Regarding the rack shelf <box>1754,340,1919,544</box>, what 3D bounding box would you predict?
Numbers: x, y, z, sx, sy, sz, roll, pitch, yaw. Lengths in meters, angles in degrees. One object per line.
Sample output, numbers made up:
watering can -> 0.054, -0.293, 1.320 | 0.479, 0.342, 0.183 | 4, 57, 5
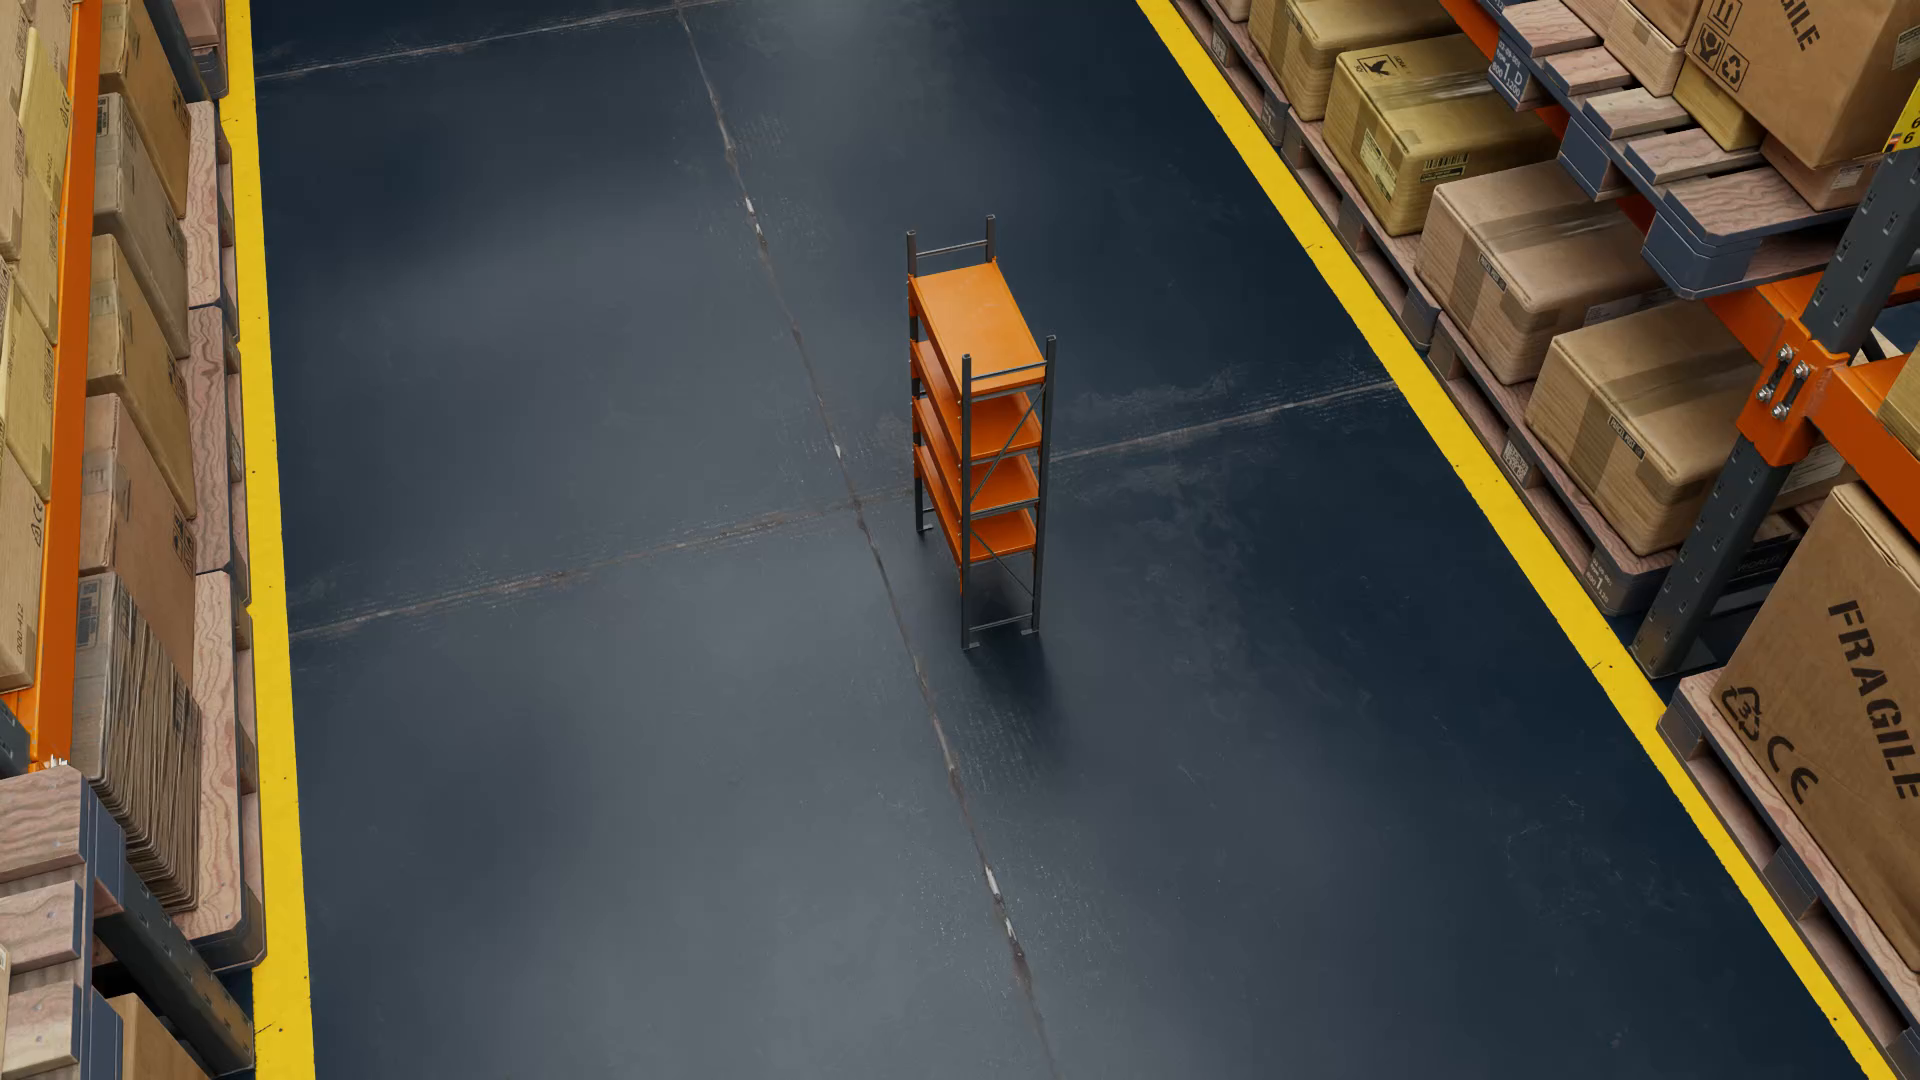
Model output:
rack shelf -> 3.083, 0.986, 2.927 | 1.077, 0.370, 4.000 | -13, 51, -11

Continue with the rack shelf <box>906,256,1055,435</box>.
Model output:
rack shelf -> 0.049, -0.519, 4.389 | 0.258, 0.148, 0.480 | -13, 51, -11

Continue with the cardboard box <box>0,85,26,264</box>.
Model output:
cardboard box -> -2.432, -0.826, 3.756 | 0.500, 0.250, 0.500 | -14, 51, -12

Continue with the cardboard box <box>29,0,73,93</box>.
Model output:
cardboard box -> -2.762, -1.410, 4.575 | 0.500, 0.250, 0.500 | -13, 51, -11

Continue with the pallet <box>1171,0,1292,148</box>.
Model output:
pallet -> 1.540, -2.161, 6.934 | 1.003, 0.211, 1.213 | -13, 51, -11

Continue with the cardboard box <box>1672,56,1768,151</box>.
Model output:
cardboard box -> 2.021, -1.127, 4.128 | 0.380, 0.149, 0.250 | -13, 51, -10

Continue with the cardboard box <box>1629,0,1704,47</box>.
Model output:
cardboard box -> 1.928, -1.614, 4.114 | 0.500, 0.500, 0.500 | -14, 51, -12

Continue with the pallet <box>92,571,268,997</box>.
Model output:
pallet -> -2.455, 0.707, 4.516 | 1.003, 0.211, 1.213 | -13, 51, -11

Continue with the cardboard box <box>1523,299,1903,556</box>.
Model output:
cardboard box -> 2.334, -0.410, 5.078 | 0.950, 0.372, 0.625 | -16, 52, -13

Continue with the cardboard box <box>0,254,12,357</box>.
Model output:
cardboard box -> -2.294, -0.440, 3.430 | 0.500, 0.250, 0.500 | -12, 51, -10

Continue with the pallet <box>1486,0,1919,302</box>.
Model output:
pallet -> 2.179, -1.141, 4.376 | 1.213, 0.211, 1.003 | -13, 51, -11

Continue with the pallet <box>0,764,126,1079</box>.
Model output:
pallet -> -1.982, 0.959, 2.605 | 1.213, 0.211, 1.003 | -13, 51, -11

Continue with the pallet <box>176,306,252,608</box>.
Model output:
pallet -> -2.812, -0.182, 5.266 | 1.003, 0.211, 1.213 | -13, 51, -11

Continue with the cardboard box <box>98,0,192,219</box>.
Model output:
cardboard box -> -3.267, -1.494, 5.826 | 0.875, 0.625, 0.625 | -11, 51, -9

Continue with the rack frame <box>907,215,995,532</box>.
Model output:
rack frame -> -0.023, -0.444, 4.840 | 0.240, 1.200, 0.015 | -13, 51, -11

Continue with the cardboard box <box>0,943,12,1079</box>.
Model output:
cardboard box -> -1.688, 0.757, 2.539 | 0.380, 0.149, 0.250 | -12, 51, -10

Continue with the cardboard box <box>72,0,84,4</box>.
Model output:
cardboard box -> -2.879, -1.780, 4.887 | 0.500, 0.250, 0.500 | -14, 51, -11

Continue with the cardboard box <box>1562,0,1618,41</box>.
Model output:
cardboard box -> 1.837, -1.486, 4.431 | 0.380, 0.149, 0.250 | -16, 52, -13

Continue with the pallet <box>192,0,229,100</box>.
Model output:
pallet -> -3.627, -2.195, 6.962 | 1.003, 0.211, 1.213 | -13, 51, -11

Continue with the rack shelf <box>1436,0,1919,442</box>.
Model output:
rack shelf -> 1.900, -1.935, 5.390 | 1.077, 0.370, 4.000 | -13, 51, -11

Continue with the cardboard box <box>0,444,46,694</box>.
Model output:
cardboard box -> -2.147, 0.087, 3.312 | 0.500, 0.250, 0.500 | -13, 51, -11

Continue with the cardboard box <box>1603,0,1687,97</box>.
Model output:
cardboard box -> 1.904, -1.300, 4.274 | 0.380, 0.149, 0.250 | -14, 51, -11

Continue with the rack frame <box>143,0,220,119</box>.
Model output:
rack frame -> -3.432, -2.503, 5.398 | 1.000, 3.000, 0.127 | -13, 51, -11

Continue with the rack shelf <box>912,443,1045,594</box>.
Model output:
rack shelf -> 0.049, -0.094, 4.893 | 0.258, 0.148, 0.480 | -13, 51, -11

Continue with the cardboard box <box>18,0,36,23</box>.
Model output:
cardboard box -> -2.738, -1.566, 4.380 | 0.500, 0.250, 0.500 | -12, 51, -10

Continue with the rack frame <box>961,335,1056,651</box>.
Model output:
rack frame -> 0.121, -0.088, 4.539 | 0.240, 1.200, 0.015 | -13, 51, -11

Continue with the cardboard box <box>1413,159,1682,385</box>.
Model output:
cardboard box -> 2.108, -0.947, 5.530 | 0.950, 0.372, 0.625 | -14, 51, -12

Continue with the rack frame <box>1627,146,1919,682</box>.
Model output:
rack frame -> 2.491, -0.707, 3.884 | 1.000, 3.000, 0.127 | -13, 51, -11

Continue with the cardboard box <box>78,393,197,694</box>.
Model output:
cardboard box -> -2.621, 0.114, 4.470 | 0.875, 0.625, 0.625 | -12, 51, -10

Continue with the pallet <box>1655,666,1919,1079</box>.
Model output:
pallet -> 2.653, 0.785, 4.450 | 1.003, 0.211, 1.213 | -13, 51, -11

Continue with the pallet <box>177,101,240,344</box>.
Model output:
pallet -> -3.177, -1.075, 6.018 | 1.003, 0.211, 1.213 | -13, 51, -11

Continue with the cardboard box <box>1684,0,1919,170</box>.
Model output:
cardboard box -> 2.091, -1.239, 3.798 | 0.500, 0.500, 0.500 | -15, 51, -12

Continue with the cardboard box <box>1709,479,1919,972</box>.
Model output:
cardboard box -> 2.616, 0.366, 4.094 | 0.875, 0.875, 0.875 | -14, 51, -11

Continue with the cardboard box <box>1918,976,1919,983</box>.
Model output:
cardboard box -> 2.876, 1.019, 3.544 | 0.875, 0.875, 0.875 | -13, 51, -11

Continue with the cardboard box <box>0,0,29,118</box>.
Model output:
cardboard box -> -2.607, -1.193, 4.065 | 0.500, 0.250, 0.500 | -13, 51, -10

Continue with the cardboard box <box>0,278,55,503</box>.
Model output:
cardboard box -> -2.291, -0.281, 3.623 | 0.500, 0.250, 0.500 | -14, 51, -12

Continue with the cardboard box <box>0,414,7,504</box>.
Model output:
cardboard box -> -2.123, -0.079, 3.126 | 0.500, 0.250, 0.500 | -13, 51, -11

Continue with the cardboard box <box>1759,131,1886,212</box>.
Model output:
cardboard box -> 2.170, -0.947, 3.976 | 0.380, 0.149, 0.250 | -12, 51, -10

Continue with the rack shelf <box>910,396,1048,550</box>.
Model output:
rack shelf -> 0.049, -0.222, 4.741 | 0.258, 0.148, 0.480 | -13, 51, -11

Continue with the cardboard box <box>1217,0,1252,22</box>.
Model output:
cardboard box -> 1.466, -2.534, 6.868 | 0.950, 0.372, 0.625 | -13, 51, -11

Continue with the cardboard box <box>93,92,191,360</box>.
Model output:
cardboard box -> -3.045, -0.926, 5.347 | 0.875, 0.625, 0.625 | -14, 51, -11

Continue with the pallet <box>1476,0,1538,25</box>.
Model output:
pallet -> 1.867, -2.081, 5.168 | 1.003, 0.211, 1.213 | -13, 51, -11

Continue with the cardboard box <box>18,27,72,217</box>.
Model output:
cardboard box -> -2.602, -1.035, 4.259 | 0.500, 0.250, 0.500 | -12, 51, -10

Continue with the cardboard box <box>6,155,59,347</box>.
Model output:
cardboard box -> -2.450, -0.656, 3.939 | 0.500, 0.250, 0.500 | -15, 51, -12

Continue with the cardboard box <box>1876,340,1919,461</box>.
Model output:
cardboard box -> 2.396, -0.244, 3.592 | 0.500, 0.250, 0.500 | -14, 51, -12

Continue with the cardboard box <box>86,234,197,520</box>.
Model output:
cardboard box -> -2.821, -0.377, 4.885 | 0.875, 0.625, 0.625 | -15, 52, -12

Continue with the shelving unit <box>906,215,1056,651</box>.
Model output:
shelving unit -> 0.049, -0.266, 4.689 | 0.258, 1.200, 0.503 | -13, 51, -11

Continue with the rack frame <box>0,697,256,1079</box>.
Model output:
rack frame -> -2.249, 0.418, 2.935 | 1.000, 3.000, 0.127 | -13, 51, -11

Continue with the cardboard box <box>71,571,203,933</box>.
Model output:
cardboard box -> -2.421, 0.590, 4.069 | 0.875, 0.625, 0.625 | -12, 51, -10

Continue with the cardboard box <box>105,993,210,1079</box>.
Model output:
cardboard box -> -1.919, 1.349, 3.511 | 0.500, 0.500, 0.500 | -12, 51, -10

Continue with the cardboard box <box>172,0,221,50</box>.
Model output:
cardboard box -> -3.259, -2.180, 6.650 | 0.500, 0.250, 0.500 | -13, 51, -11

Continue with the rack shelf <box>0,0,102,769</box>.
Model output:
rack shelf -> -2.841, -0.810, 4.442 | 1.077, 0.370, 4.000 | -13, 51, -11

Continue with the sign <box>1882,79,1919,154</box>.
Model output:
sign -> 1.976, -0.925, 3.362 | 0.100, 0.325, 0.005 | -13, 51, -11

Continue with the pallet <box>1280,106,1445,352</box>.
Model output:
pallet -> 1.905, -1.268, 6.181 | 1.003, 0.211, 1.213 | -13, 51, -11

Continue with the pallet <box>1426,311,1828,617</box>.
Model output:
pallet -> 2.262, -0.379, 5.431 | 1.003, 0.211, 1.213 | -13, 51, -11

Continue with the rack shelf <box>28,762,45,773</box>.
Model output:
rack shelf -> -1.658, 2.111, 1.979 | 1.077, 0.370, 4.000 | -13, 51, -11

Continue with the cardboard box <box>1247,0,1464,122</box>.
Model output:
cardboard box -> 1.682, -2.010, 6.426 | 0.950, 0.372, 0.625 | -10, 51, -9

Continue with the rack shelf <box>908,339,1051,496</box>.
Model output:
rack shelf -> 0.049, -0.367, 4.570 | 0.258, 0.148, 0.480 | -13, 51, -11

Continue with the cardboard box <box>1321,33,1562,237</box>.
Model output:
cardboard box -> 1.889, -1.502, 5.998 | 0.950, 0.372, 0.625 | -12, 51, -10
